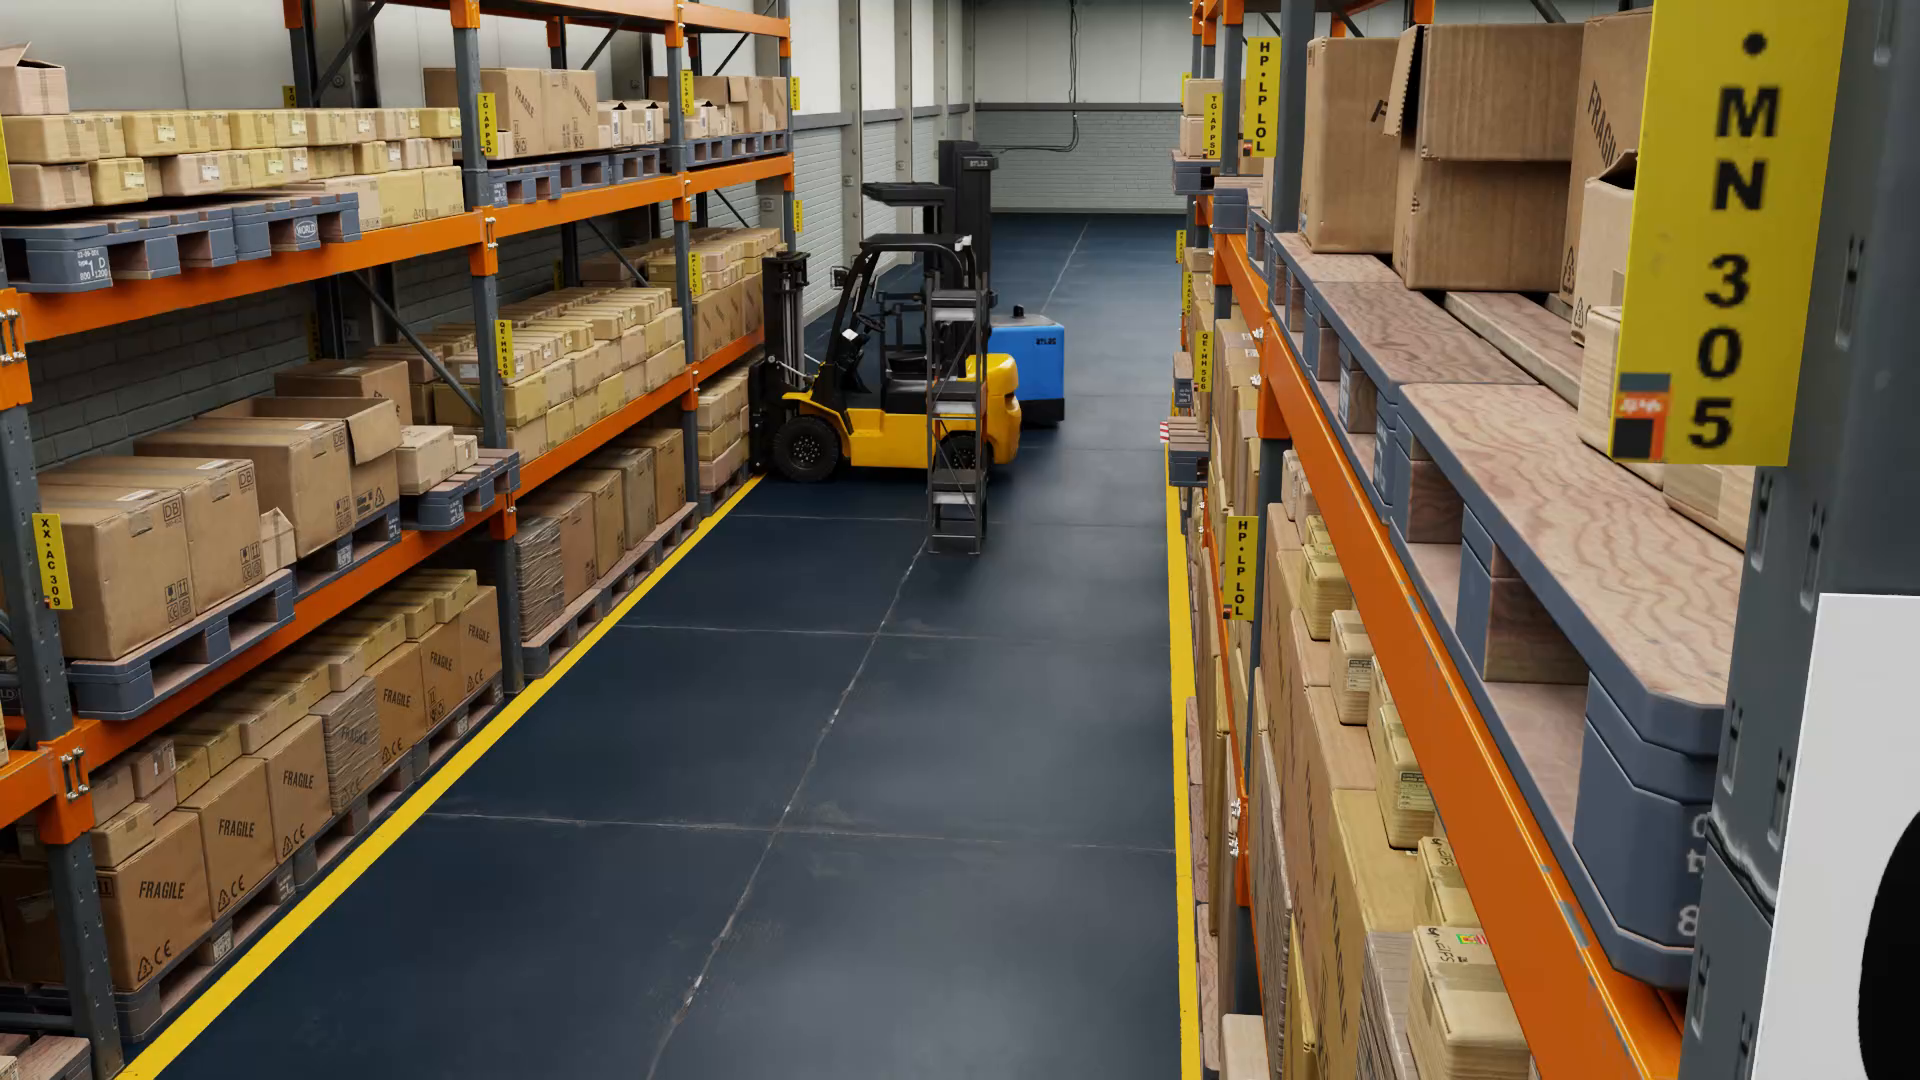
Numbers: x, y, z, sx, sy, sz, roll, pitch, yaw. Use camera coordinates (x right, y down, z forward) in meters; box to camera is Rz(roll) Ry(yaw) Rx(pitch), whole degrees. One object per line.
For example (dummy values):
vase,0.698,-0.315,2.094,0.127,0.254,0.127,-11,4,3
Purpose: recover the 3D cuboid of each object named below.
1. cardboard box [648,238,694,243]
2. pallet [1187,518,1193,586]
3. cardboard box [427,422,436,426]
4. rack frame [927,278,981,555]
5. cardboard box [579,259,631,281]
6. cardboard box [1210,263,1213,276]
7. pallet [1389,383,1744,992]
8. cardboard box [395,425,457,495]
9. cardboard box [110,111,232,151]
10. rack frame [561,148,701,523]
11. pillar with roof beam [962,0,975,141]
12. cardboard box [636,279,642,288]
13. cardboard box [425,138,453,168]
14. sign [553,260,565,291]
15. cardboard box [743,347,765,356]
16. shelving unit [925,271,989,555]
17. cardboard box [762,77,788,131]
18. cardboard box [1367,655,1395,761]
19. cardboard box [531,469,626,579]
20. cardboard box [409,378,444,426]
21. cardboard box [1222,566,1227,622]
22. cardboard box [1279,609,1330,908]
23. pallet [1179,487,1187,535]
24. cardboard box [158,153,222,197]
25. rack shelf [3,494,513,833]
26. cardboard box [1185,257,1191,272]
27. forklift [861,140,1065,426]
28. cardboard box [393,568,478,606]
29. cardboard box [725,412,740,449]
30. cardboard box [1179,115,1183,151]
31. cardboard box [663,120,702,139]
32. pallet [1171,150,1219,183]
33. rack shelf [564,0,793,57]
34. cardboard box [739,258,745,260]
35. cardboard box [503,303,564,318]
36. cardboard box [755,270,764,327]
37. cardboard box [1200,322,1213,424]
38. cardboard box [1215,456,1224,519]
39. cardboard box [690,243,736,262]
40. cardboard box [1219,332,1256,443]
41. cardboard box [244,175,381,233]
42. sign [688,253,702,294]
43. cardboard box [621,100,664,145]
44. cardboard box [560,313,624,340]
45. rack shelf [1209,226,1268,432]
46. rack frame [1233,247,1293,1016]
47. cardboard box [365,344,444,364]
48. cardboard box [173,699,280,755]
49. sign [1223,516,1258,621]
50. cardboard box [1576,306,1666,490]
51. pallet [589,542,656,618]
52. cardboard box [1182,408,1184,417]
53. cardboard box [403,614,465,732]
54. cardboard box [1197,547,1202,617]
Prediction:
cardboard box,-2.691,-2.727,15.497,0.380,0.149,0.250,1,15,5
pallet,2.208,0.094,12.410,1.003,0.211,1.213,2,15,6
cardboard box,-3.293,-0.614,9.972,0.500,0.250,0.500,1,15,5
rack frame,-0.046,-0.907,12.495,0.400,2.100,0.015,2,15,6
cardboard box,-2.902,-2.196,13.532,0.380,0.149,0.250,2,15,6
cardboard box,1.869,-1.765,11.136,0.380,0.149,0.250,3,15,9
pallet,1.013,0.060,1.615,1.003,0.211,1.213,2,15,6
cardboard box,-2.887,-0.409,8.411,0.500,0.250,0.500,1,15,4
cardboard box,-3.068,-1.582,6.433,0.380,0.149,0.250,2,15,7
rack frame,-2.638,-1.599,13.330,1.000,3.000,0.127,2,15,6
pillar with roof beam,4.502,-13.033,44.120,9.100,9.000,0.400,2,15,6
cardboard box,-2.863,-2.118,13.812,0.380,0.149,0.250,1,15,5
cardboard box,-2.890,-2.031,8.703,0.380,0.149,0.250,2,15,7
sign,-3.190,-2.071,13.265,0.100,0.325,0.005,2,15,6
cardboard box,-1.981,-1.734,16.374,0.500,0.250,0.500,2,15,7
shelving unit,-0.019,-0.971,12.729,0.431,2.100,0.503,2,15,6
cardboard box,-1.995,-4.262,16.243,0.500,0.500,0.500,2,15,8
cardboard box,0.919,0.315,2.900,0.380,0.149,0.250,2,15,8
cardboard box,-2.864,-0.124,11.618,0.875,0.625,0.625,1,15,4
cardboard box,-3.315,-0.855,9.909,0.500,0.250,0.500,2,15,8
cardboard box,1.380,0.173,7.063,0.500,0.250,0.500,2,15,6
cardboard box,0.965,0.470,3.571,0.500,0.500,0.500,2,15,7
pallet,2.335,-0.283,13.805,1.003,0.211,1.213,2,15,6
cardboard box,-3.004,-1.366,6.205,0.380,0.149,0.250,2,15,7
rack shelf,-3.315,0.304,7.669,1.077,0.370,4.000,2,15,6
cardboard box,2.305,-2.302,15.167,0.500,0.500,0.500,1,15,5
forklift,-0.469,-2.648,17.339,3.031,2.935,1.130,-3,15,-12
cardboard box,-2.894,0.265,9.179,0.380,0.149,0.250,1,15,4
cardboard box,-2.222,-0.963,14.482,0.500,0.250,0.500,2,15,6
cardboard box,1.830,-2.893,11.849,0.500,0.250,0.500,1,15,5
cardboard box,-2.286,-3.284,13.301,0.380,0.149,0.250,2,15,7
pallet,2.119,-2.654,11.845,1.213,0.211,1.003,2,15,6
rack shelf,-2.413,-4.474,14.611,1.077,0.370,4.000,2,15,6
cardboard box,-2.186,-2.504,15.243,0.380,0.149,0.250,2,15,6
cardboard box,-3.064,-1.612,11.944,0.380,0.149,0.250,2,15,6
cardboard box,-2.107,-2.282,15.665,0.500,0.500,0.500,1,15,5
cardboard box,1.618,-0.937,9.316,0.500,0.500,0.500,1,15,5
cardboard box,1.412,-0.198,7.479,0.500,0.250,0.500,2,15,6
cardboard box,-2.230,-2.580,14.952,0.380,0.149,0.250,2,15,6
cardboard box,1.498,-0.698,7.889,0.500,0.500,0.500,2,15,6
cardboard box,-3.019,-1.537,7.640,0.500,0.250,0.500,2,15,6
sign,-2.098,-2.106,13.139,0.100,0.325,0.005,2,15,6
cardboard box,-2.478,-3.060,12.161,0.500,0.311,0.500,1,15,4
cardboard box,-2.524,-1.462,11.389,0.380,0.149,0.250,1,15,5
rack shelf,1.617,-0.999,6.740,1.077,0.370,4.000,2,15,6
rack frame,1.392,0.621,5.119,1.000,3.000,0.127,2,15,6
cardboard box,-3.335,-1.085,9.993,0.380,0.149,0.250,2,15,8
cardboard box,-3.181,0.805,7.180,0.380,0.149,0.250,2,15,6
sign,0.851,0.087,5.028,0.100,0.325,0.005,2,15,6
cardboard box,0.869,-0.150,1.708,0.380,0.149,0.250,1,15,2
pallet,-2.818,0.256,11.809,1.003,0.211,1.213,2,15,6
cardboard box,2.206,-1.117,14.573,0.500,0.500,0.500,3,15,9
cardboard box,-2.991,0.688,8.857,0.500,0.500,0.500,1,15,5
cardboard box,1.992,0.311,10.494,0.950,0.372,0.625,1,15,5
